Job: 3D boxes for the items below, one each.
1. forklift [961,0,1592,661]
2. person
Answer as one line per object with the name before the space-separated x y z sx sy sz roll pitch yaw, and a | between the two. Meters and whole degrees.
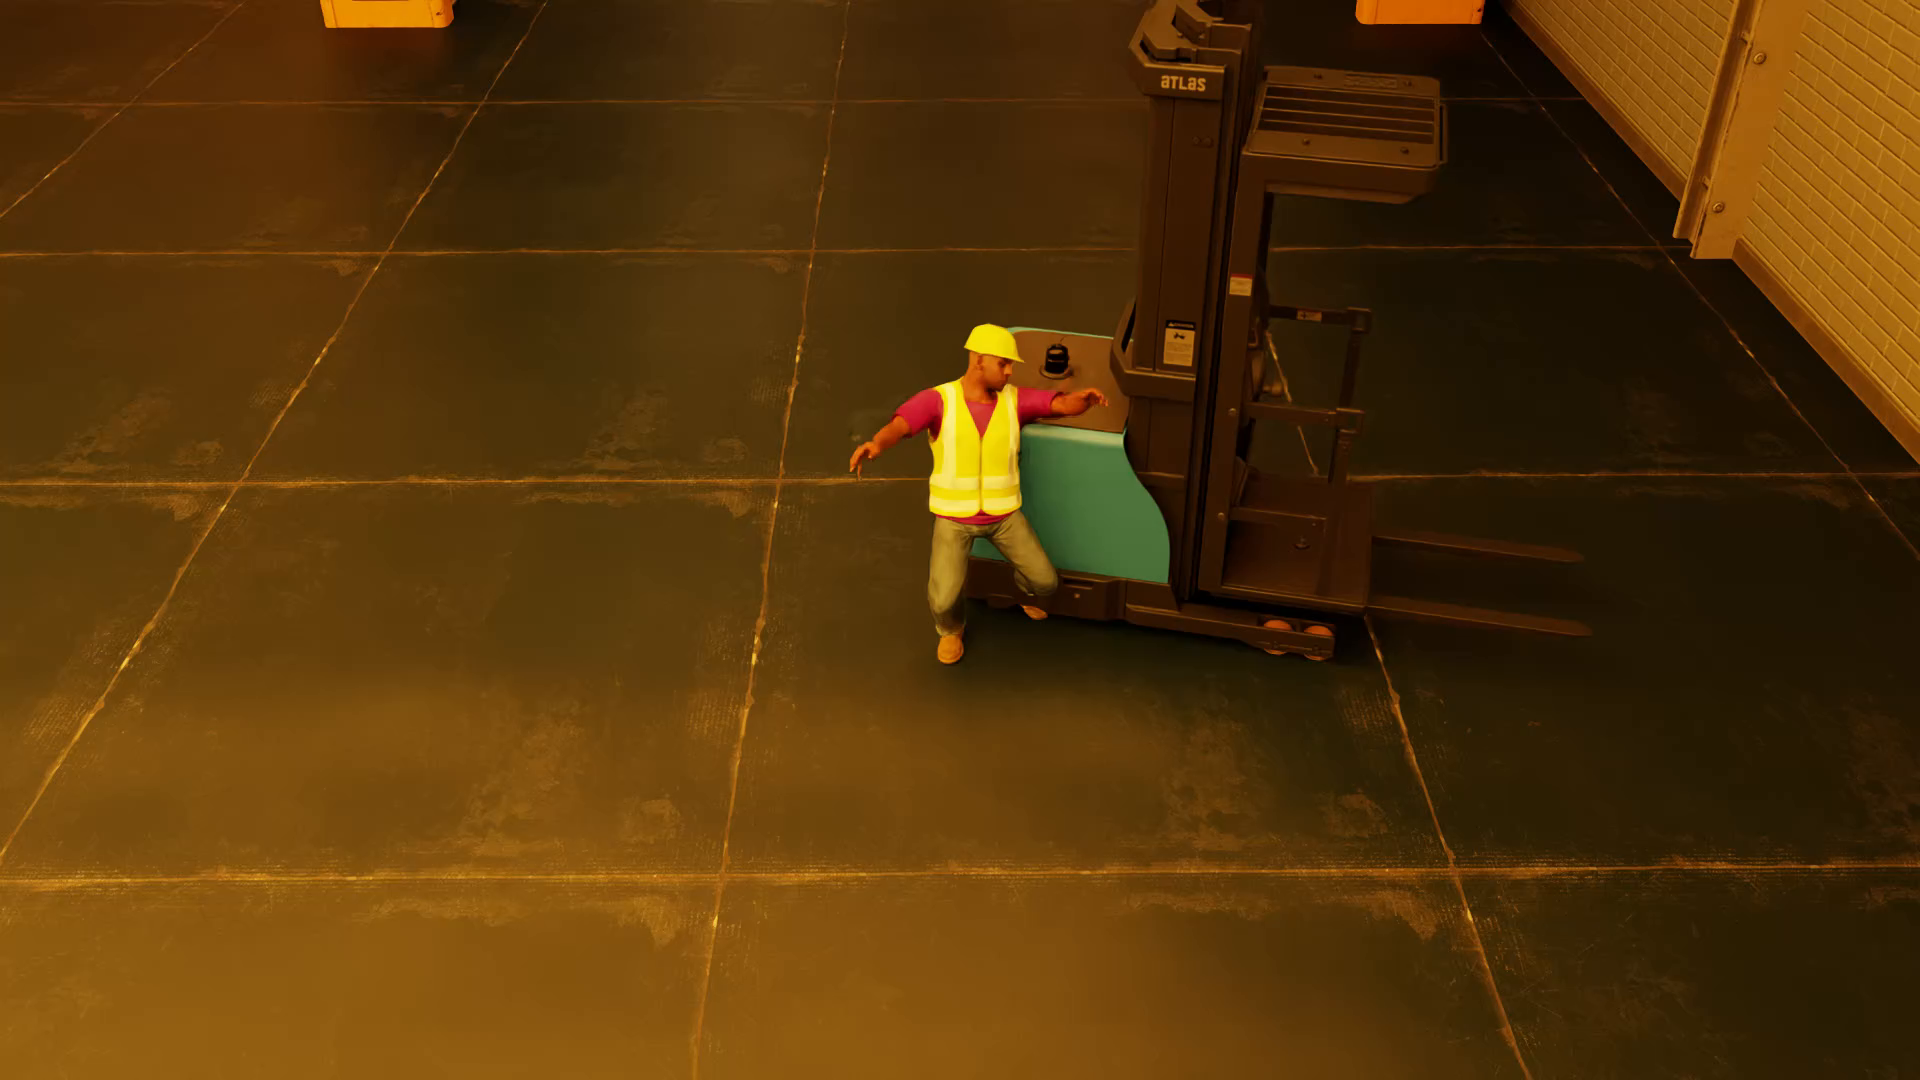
forklift | 1.551 -0.962 7.600 3.031 2.935 1.130 8 35 11
person | 0.026 -0.137 7.660 1.120 1.582 0.734 -6 35 -9
